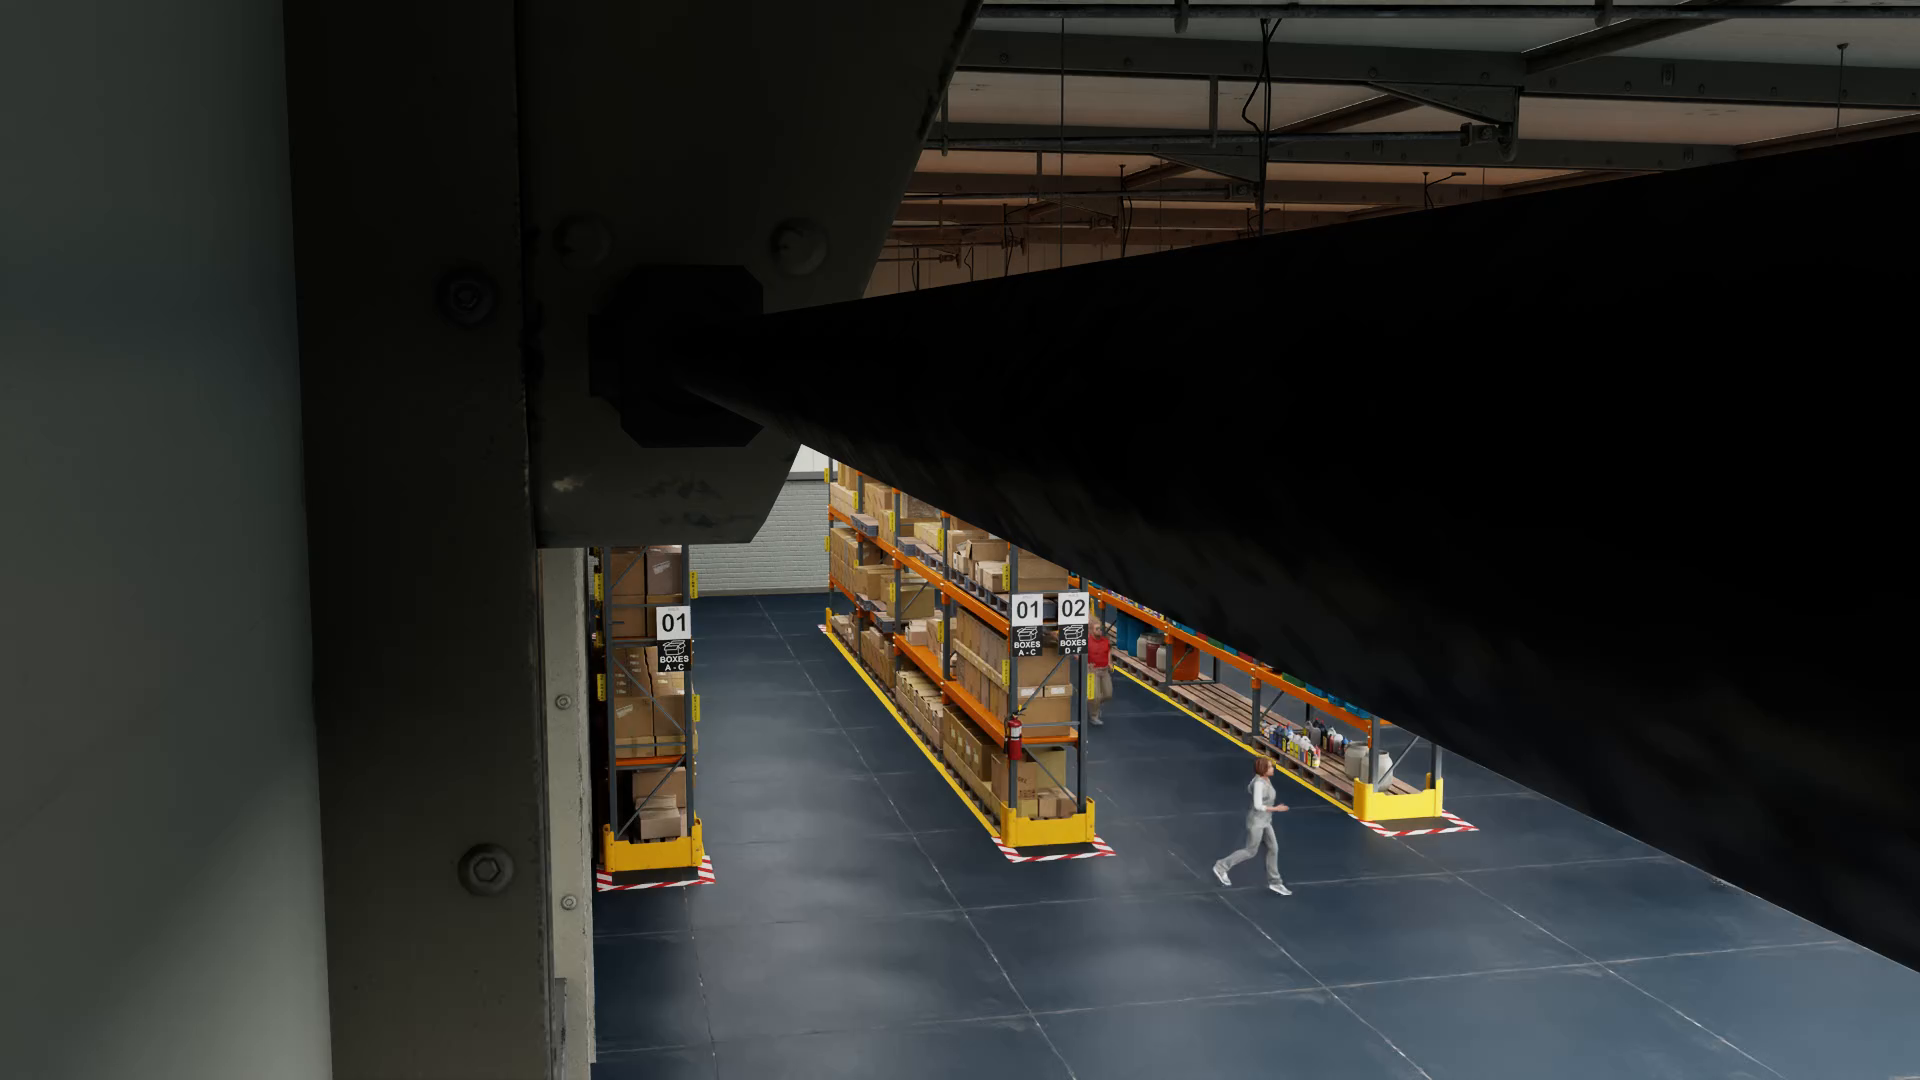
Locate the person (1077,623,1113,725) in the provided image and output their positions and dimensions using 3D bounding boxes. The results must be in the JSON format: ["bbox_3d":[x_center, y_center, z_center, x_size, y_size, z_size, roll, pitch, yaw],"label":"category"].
[{"bbox_3d":[2.268,2.201,27.475,0.659,1.674,0.600,-3,7,-24],"label":"person"}]

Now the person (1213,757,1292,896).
[{"bbox_3d":[3.386,3.275,19.127,0.885,1.606,0.550,3,7,21],"label":"person"}]
